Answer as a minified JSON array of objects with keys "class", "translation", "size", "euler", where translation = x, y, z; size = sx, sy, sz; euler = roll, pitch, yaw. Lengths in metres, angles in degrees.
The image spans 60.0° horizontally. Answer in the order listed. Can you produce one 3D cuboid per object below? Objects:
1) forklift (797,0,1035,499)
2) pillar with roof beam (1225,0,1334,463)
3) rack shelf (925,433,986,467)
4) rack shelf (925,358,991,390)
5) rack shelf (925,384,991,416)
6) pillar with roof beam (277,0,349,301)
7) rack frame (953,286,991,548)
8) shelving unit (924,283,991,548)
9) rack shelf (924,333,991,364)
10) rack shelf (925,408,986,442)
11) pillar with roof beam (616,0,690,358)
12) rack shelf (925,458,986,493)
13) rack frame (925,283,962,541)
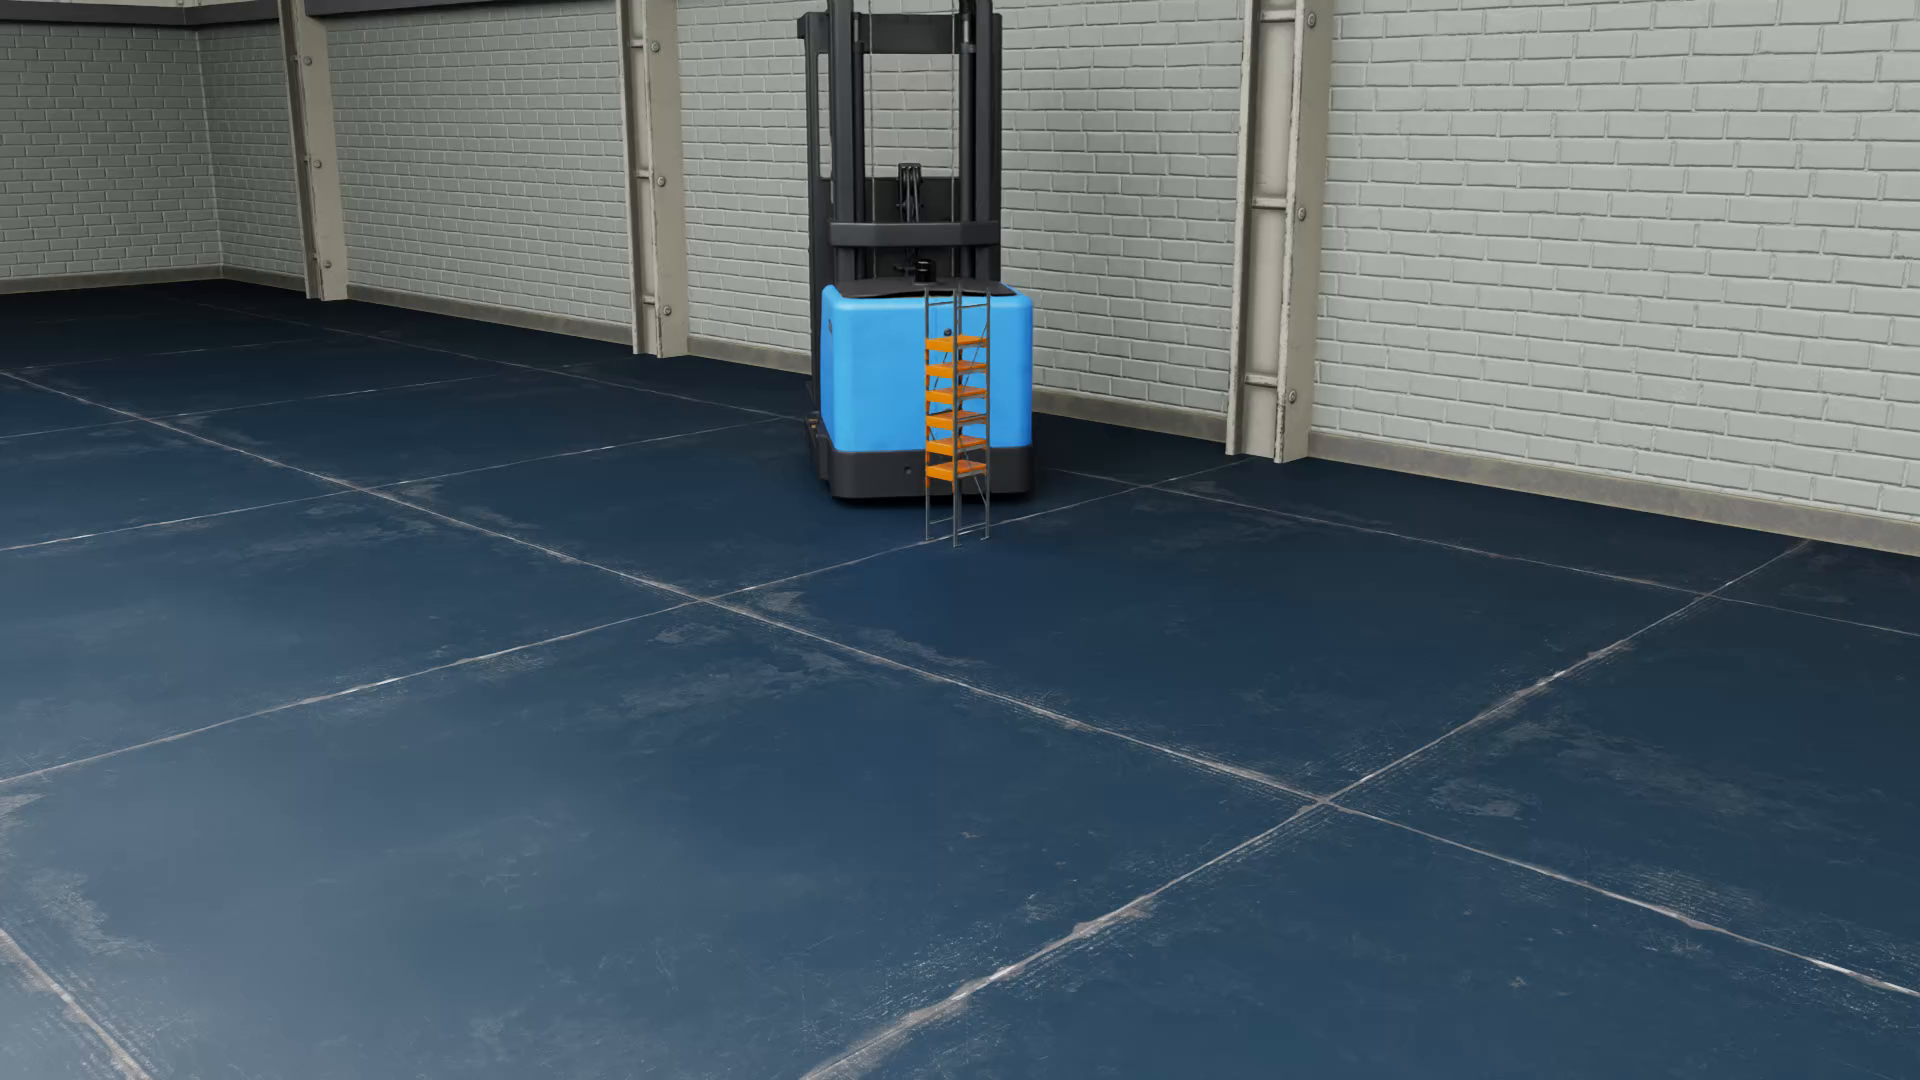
[{"class":"forklift","translation":[-0.348,-1.953,9.613],"size":[1.130,2.935,3.031],"euler":[-2,15,-9]},{"class":"pillar with roof beam","translation":[-1.162,-4.080,5.743],"size":[0.400,9.000,9.100],"euler":[14,20,42]},{"class":"rack shelf","translation":[-0.010,-0.424,7.832],"size":[0.180,0.103,0.258],"euler":[14,20,42]},{"class":"rack shelf","translation":[-0.010,-0.772,7.741],"size":[0.180,0.103,0.258],"euler":[14,20,42]},{"class":"rack shelf","translation":[-0.010,-0.656,7.771],"size":[0.180,0.103,0.258],"euler":[14,20,42]},{"class":"pillar with roof beam","translation":[-9.800,-6.180,13.803],"size":[0.400,9.000,9.100],"euler":[14,20,42]},{"class":"rack frame","translation":[0.055,-0.567,7.729],"size":[0.006,1.200,0.240],"euler":[14,20,42]},{"class":"shelving unit","translation":[-0.010,-0.583,7.791],"size":[0.189,1.200,0.258],"euler":[14,20,42]},{"class":"rack shelf","translation":[-0.010,-0.889,7.711],"size":[0.180,0.103,0.258],"euler":[14,20,42]},{"class":"rack shelf","translation":[-0.010,-0.540,7.802],"size":[0.180,0.103,0.258],"euler":[14,20,42]},{"class":"pillar with roof beam","translation":[-5.481,-5.130,9.773],"size":[0.400,9.000,9.100],"euler":[14,20,42]},{"class":"rack shelf","translation":[-0.010,-0.308,7.862],"size":[0.180,0.103,0.258],"euler":[14,20,42]},{"class":"rack frame","translation":[-0.076,-0.599,7.852],"size":[0.006,1.200,0.240],"euler":[14,20,42]}]
